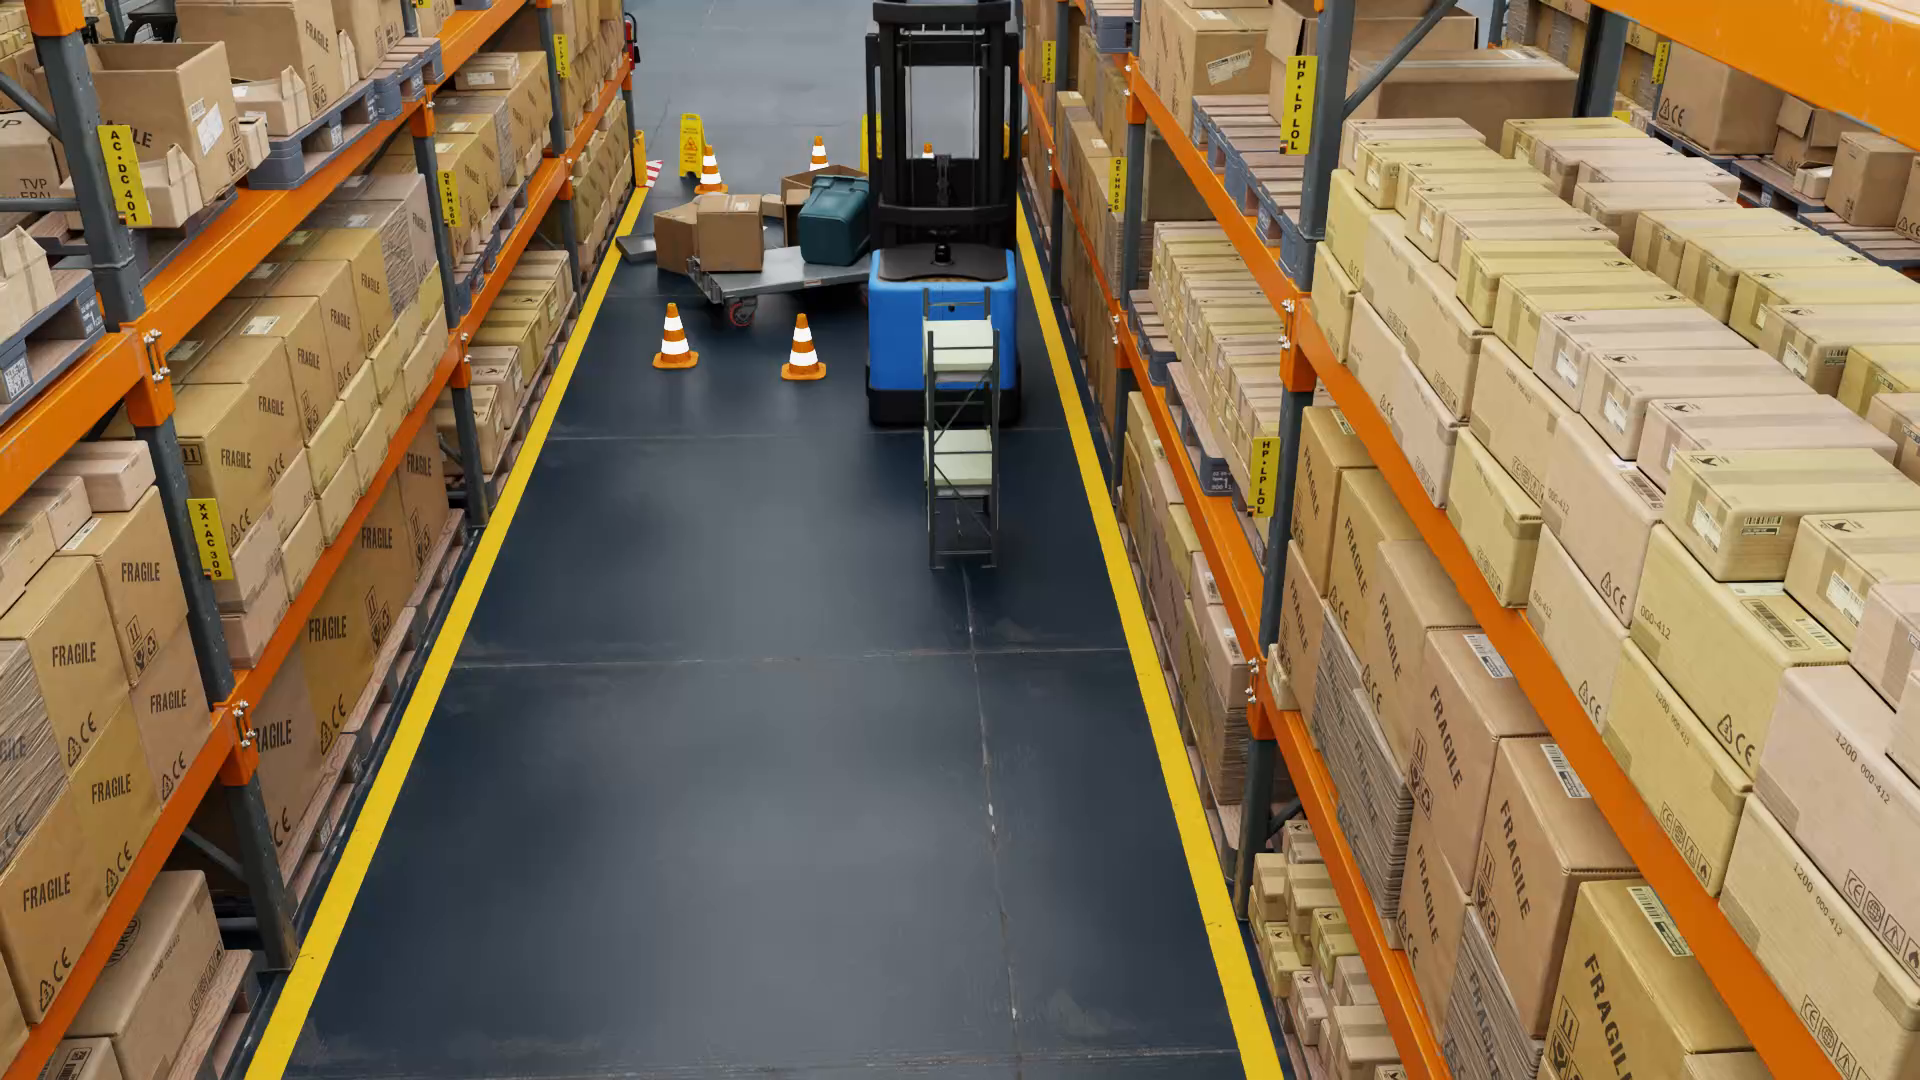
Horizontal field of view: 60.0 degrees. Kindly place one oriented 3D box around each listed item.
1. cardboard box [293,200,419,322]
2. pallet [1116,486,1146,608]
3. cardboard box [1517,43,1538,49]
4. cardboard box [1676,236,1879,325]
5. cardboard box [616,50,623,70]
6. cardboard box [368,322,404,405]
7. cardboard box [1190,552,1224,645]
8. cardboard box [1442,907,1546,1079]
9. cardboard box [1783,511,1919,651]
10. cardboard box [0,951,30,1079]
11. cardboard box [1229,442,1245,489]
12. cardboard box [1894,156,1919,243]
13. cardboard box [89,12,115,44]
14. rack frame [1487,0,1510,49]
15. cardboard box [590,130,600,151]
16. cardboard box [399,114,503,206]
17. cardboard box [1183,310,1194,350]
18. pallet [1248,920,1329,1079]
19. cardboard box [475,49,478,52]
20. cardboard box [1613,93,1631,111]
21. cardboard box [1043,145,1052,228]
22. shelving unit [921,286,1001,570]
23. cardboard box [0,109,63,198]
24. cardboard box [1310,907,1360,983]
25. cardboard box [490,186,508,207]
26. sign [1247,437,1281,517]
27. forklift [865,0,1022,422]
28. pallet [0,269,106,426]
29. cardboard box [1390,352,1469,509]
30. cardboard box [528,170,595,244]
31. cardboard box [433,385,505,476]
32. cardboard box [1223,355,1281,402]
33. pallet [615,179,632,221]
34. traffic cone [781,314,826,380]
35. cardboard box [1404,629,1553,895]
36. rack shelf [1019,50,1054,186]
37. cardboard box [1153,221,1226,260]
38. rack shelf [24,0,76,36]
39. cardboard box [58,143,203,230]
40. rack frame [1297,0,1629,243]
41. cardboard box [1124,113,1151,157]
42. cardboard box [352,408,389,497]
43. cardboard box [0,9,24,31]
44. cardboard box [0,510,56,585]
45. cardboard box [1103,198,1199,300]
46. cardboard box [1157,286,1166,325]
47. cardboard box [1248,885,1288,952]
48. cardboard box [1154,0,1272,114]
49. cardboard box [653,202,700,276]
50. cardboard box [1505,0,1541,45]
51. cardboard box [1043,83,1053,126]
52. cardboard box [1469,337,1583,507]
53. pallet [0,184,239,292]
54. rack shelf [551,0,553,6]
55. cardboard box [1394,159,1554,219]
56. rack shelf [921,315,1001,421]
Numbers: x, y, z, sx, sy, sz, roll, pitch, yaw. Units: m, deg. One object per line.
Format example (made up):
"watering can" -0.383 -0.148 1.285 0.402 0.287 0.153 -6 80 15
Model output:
"cardboard box" -3.138 -1.433 8.565 0.500 0.500 0.500 -1 28 -2
"pallet" 1.516 0.016 9.991 1.003 0.211 1.213 -1 28 -3
"cardboard box" 5.786 -4.868 16.612 0.380 0.149 0.250 -1 28 -3
"cardboard box" 2.068 -0.661 4.221 0.380 0.149 0.250 -2 28 -3
"cardboard box" -3.522 -4.716 16.320 0.380 0.149 0.250 -2 28 -3
"cardboard box" -3.105 -0.880 8.315 0.500 0.250 0.500 -2 28 -4
"cardboard box" 1.381 0.280 7.907 0.500 0.250 0.500 0 28 0
"cardboard box" 1.556 1.264 4.153 0.500 0.500 0.500 -1 28 -2
"cardboard box" 1.654 0.070 2.818 0.380 0.149 0.250 -2 28 -4
"cardboard box" -2.888 1.307 4.391 0.500 0.500 0.500 0 28 -1
"cardboard box" 1.429 -0.338 7.472 0.380 0.149 0.250 -3 28 -5
"cardboard box" 6.367 -2.133 10.534 0.500 0.500 0.500 -5 28 -9
"cardboard box" -8.548 -4.811 16.123 0.500 0.500 0.500 -2 28 -4
"rack frame" 6.017 -5.349 17.261 1.000 3.000 0.127 -1 28 -3
"cardboard box" -3.424 -3.549 14.818 0.380 0.149 0.250 0 28 0
"cardboard box" -3.322 -2.476 10.870 0.500 0.500 0.500 -1 28 -2
"cardboard box" 1.360 -1.080 8.572 0.380 0.149 0.250 -1 28 -3
"pallet" 1.756 1.812 6.548 1.003 0.211 1.213 -1 28 -3
"cardboard box" -3.976 -3.875 14.006 0.500 0.500 0.500 0 28 -1
"cardboard box" 5.840 -3.828 14.617 0.380 0.149 0.250 -1 28 -3
"cardboard box" 1.254 -3.381 15.332 0.875 0.875 0.875 -1 28 -2
"shelving unit" 0.000 -0.668 9.909 0.431 1.500 0.755 -1 28 -3
"cardboard box" -3.508 -1.446 6.178 0.500 0.311 0.500 -1 28 -3
"cardboard box" 1.514 1.489 6.138 0.380 0.149 0.250 -2 28 -3
"cardboard box" -3.329 -2.392 11.410 0.380 0.149 0.250 -1 28 -1
"sign" 1.131 -0.232 6.199 0.100 0.325 0.005 -1 28 -3
"forklift" -0.125 -2.765 12.381 1.130 2.935 3.031 0 28 0
"pallet" -3.220 -0.480 4.779 1.003 0.211 1.213 -1 28 -3
"cardboard box" 1.489 -0.305 4.510 0.500 0.250 0.500 0 28 0
"cardboard box" -3.431 -2.841 14.161 0.500 0.500 0.500 0 28 0
"cardboard box" -3.481 -0.697 10.730 0.950 0.372 0.625 -3 28 -6
"cardboard box" 1.420 -0.731 7.583 0.380 0.149 0.250 -2 28 -4
"pallet" -3.868 -3.462 16.659 1.003 0.211 1.213 -1 28 -3
"traffic cone" -1.194 -1.489 12.604 0.336 0.463 0.334 -1 28 -3
"cardboard box" 1.529 0.570 4.402 0.500 0.500 0.500 -2 28 -4
"rack shelf" 1.163 -4.033 15.517 1.077 0.370 4.000 -1 28 -3
"cardboard box" 1.307 -1.700 9.439 0.380 0.149 0.250 -1 28 -3
"rack shelf" -3.148 -0.808 3.278 1.077 0.370 4.000 -1 28 -3
"cardboard box" -2.929 -1.264 5.877 0.396 0.266 0.258 -2 28 -3
"rack frame" 1.685 -2.394 5.109 1.000 3.000 0.127 -1 28 -3
"cardboard box" 1.435 -2.510 10.629 0.700 0.500 0.500 -2 28 -3
"cardboard box" -3.068 -0.418 7.970 0.500 0.250 0.500 -2 28 -3
"cardboard box" -8.521 -4.583 14.662 0.380 0.149 0.250 -1 28 -2
"cardboard box" -3.010 0.031 5.055 0.380 0.149 0.250 -1 28 -3
"cardboard box" 1.185 -1.827 10.401 0.500 0.500 0.500 -1 28 -3
"cardboard box" 1.312 -1.320 9.356 0.380 0.149 0.250 0 28 0
"cardboard box" 1.384 1.520 6.721 0.380 0.149 0.250 -3 28 -5
"cardboard box" 1.274 -2.455 8.361 0.500 0.500 0.500 -1 28 -3
"cardboard box" -2.367 -2.683 14.850 0.500 0.500 0.500 19 33 32
"cardboard box" 6.019 -5.270 16.681 0.875 0.500 0.500 -1 28 -3
"cardboard box" 1.185 -3.918 14.357 0.875 0.550 0.550 -1 28 -3
"cardboard box" 1.549 -0.284 3.930 0.500 0.250 0.500 -3 28 -5
"pallet" -3.350 -1.235 6.337 0.805 0.209 1.217 -2 28 -5
"rack shelf" -3.775 -5.197 14.504 1.077 0.370 4.000 -1 28 -3
"cardboard box" 1.509 -1.015 4.898 0.380 0.149 0.250 -2 28 -3
"rack shelf" 0.000 -1.014 9.729 0.431 0.370 0.720 -1 28 -3
